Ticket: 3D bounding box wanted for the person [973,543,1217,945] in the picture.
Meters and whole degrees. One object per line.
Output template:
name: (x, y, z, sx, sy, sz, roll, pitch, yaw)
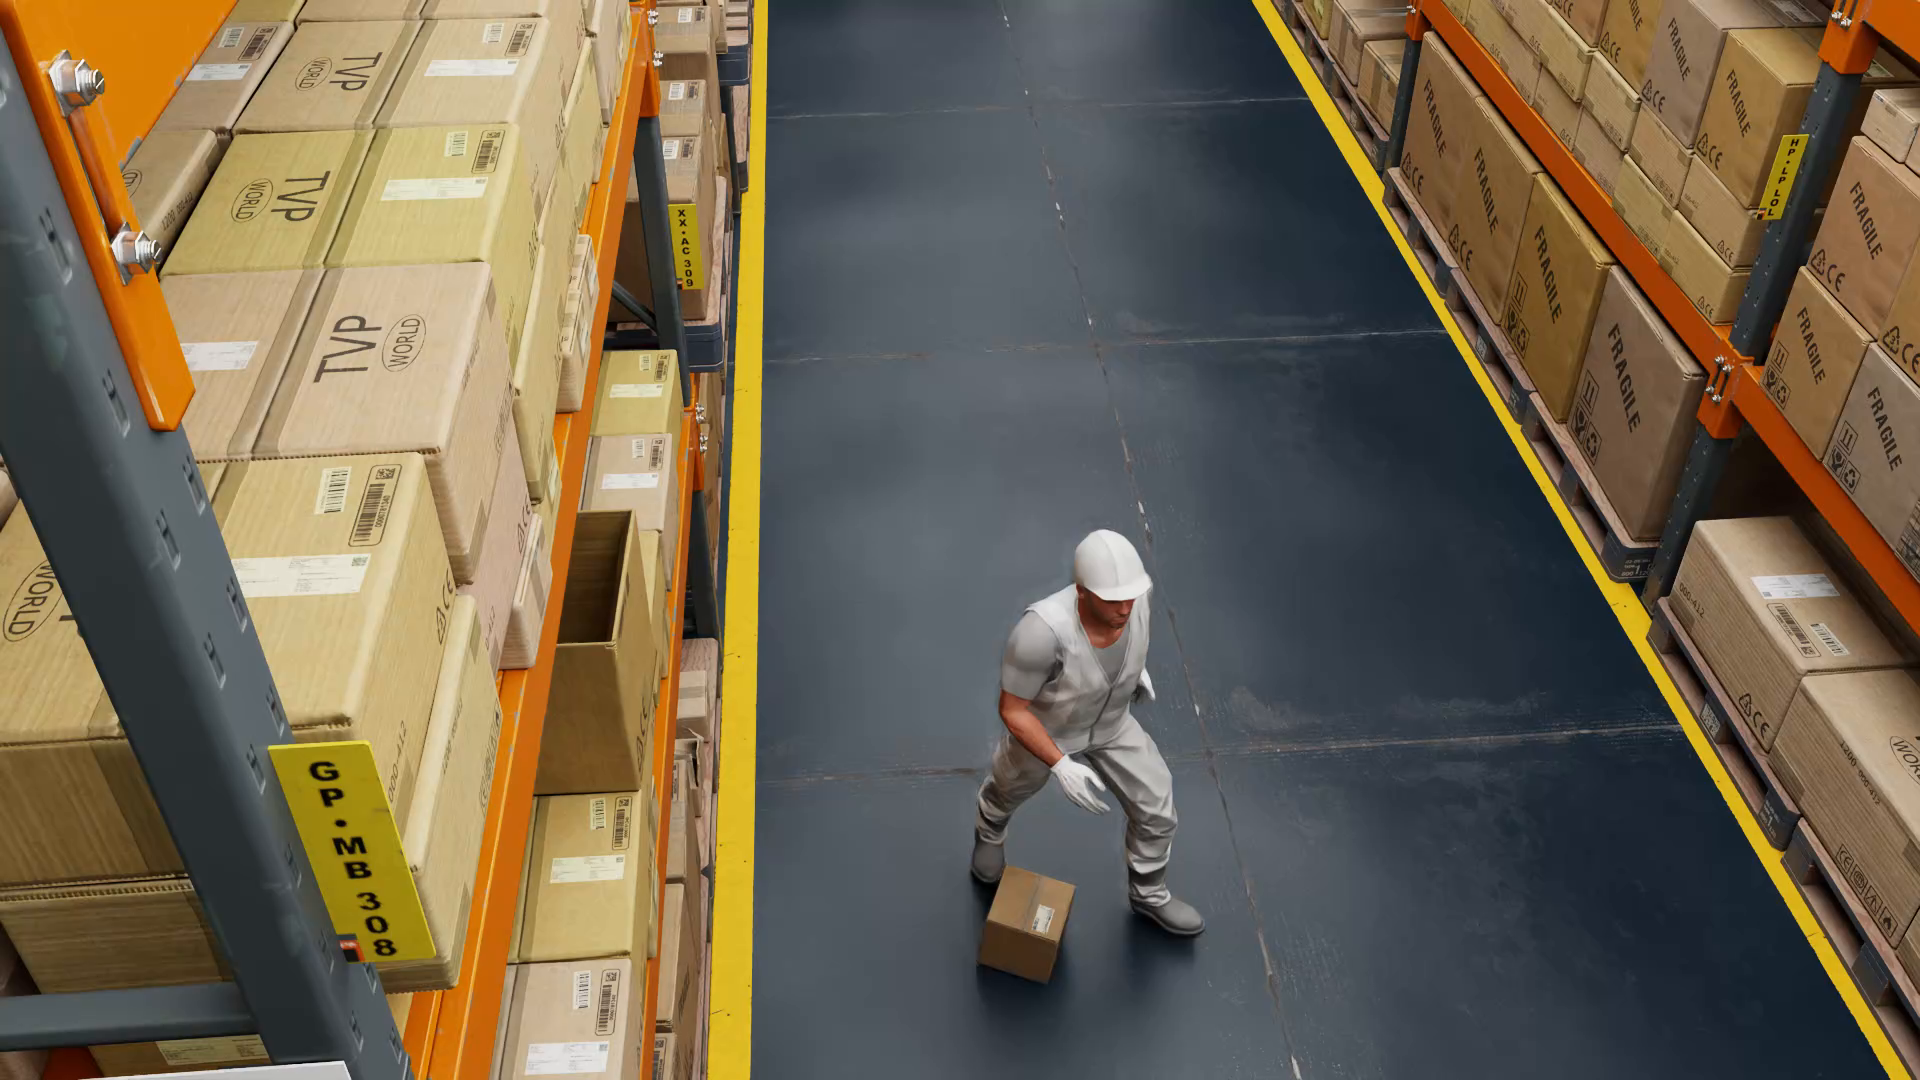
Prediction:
person: (0.422, 0.618, 5.392, 0.669, 1.718, 0.866, -18, 42, -21)
